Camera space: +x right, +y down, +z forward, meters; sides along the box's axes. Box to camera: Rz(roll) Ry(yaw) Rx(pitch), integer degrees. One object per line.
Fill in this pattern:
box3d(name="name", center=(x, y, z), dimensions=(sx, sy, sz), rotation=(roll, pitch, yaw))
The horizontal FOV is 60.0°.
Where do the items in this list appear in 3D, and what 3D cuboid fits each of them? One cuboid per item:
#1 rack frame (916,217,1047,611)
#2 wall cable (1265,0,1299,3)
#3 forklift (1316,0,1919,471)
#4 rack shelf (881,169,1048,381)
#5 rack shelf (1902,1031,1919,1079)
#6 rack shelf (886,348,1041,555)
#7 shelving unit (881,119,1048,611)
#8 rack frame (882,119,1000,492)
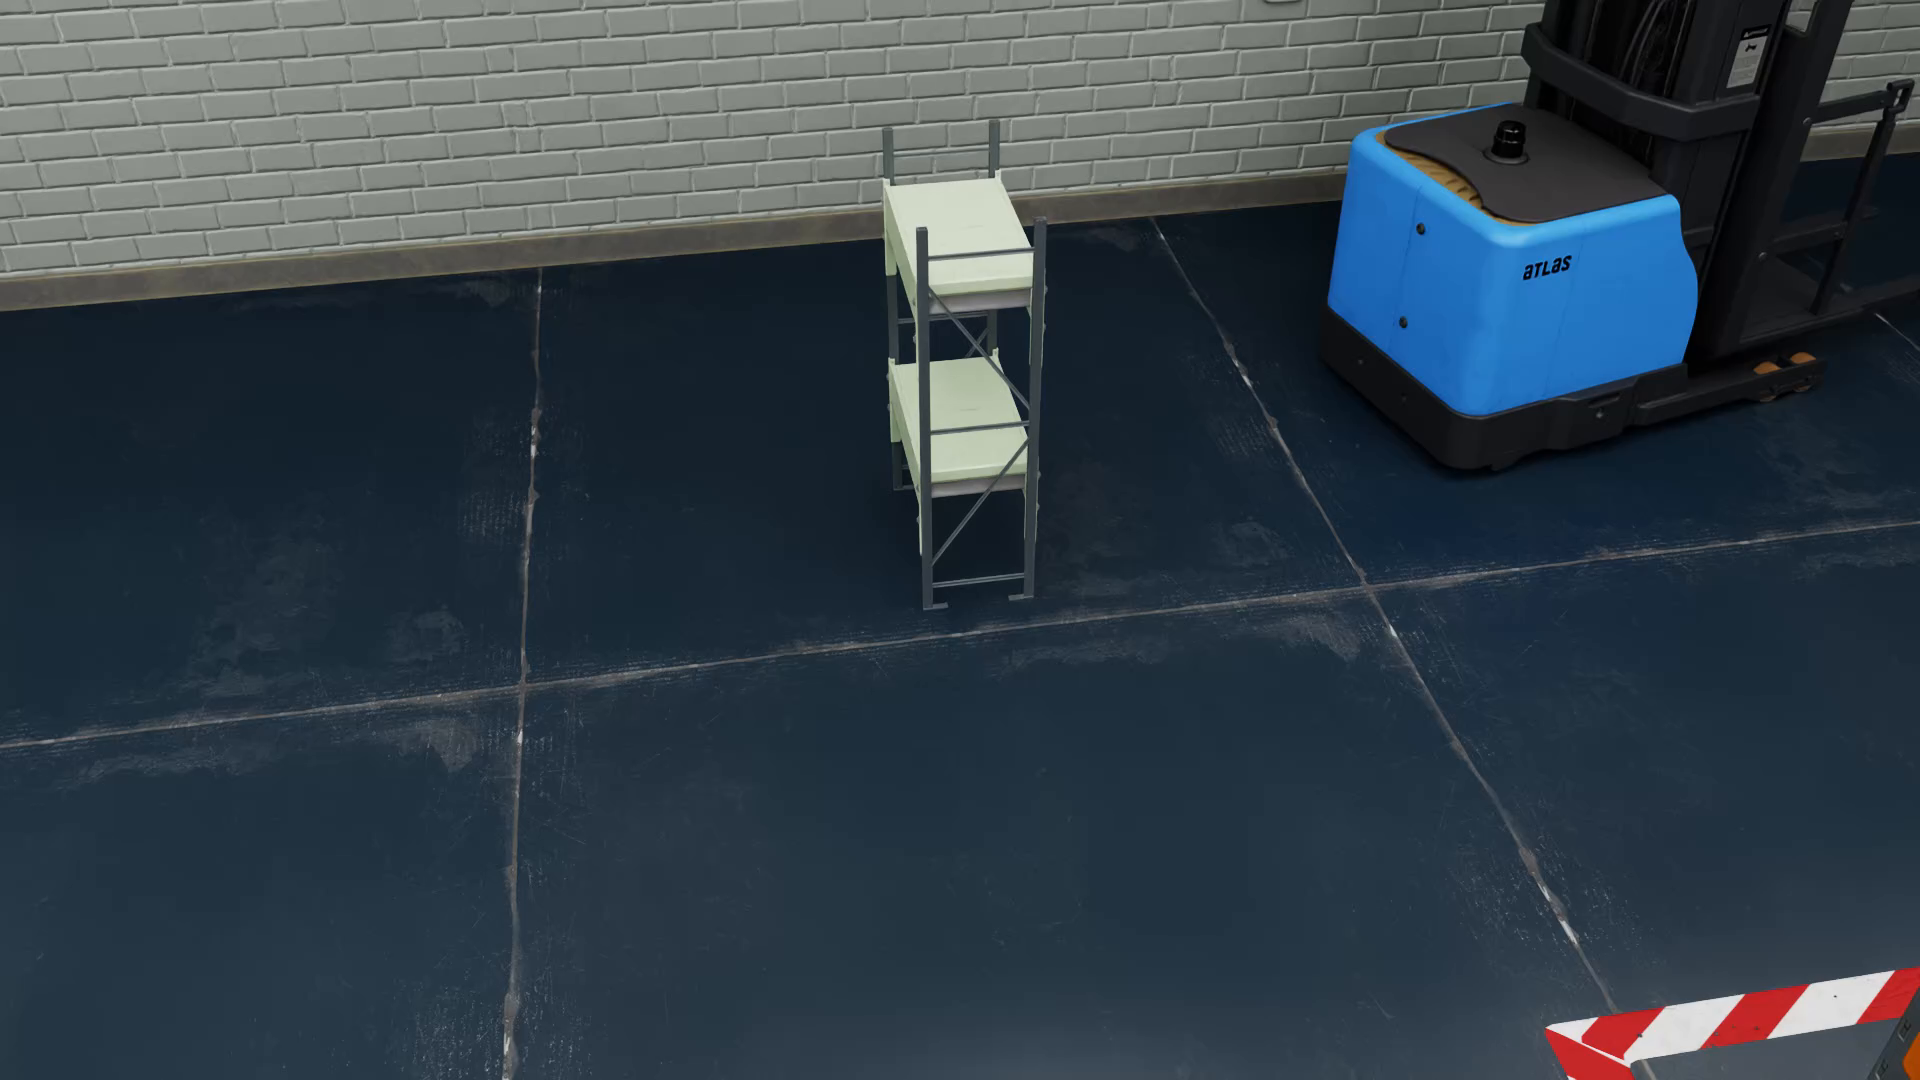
box3d(name="rack frame", center=(0.065, -0.367, 5.500), dimensions=(0.400, 1.500, 0.023), rotation=(-6, 38, -8))
box3d(name="wall cable", center=(1.380, -3.249, 7.133), dimensions=(0.585, 1.953, 0.123), rotation=(-6, 38, -8))
box3d(name="forklift", center=(3.102, -2.019, 6.460), dimensions=(3.031, 2.935, 1.130), rotation=(-15, 40, -18))
box3d(name="rack shelf", center=(0.001, -0.896, 5.545), dimensions=(0.431, 0.370, 0.720), rotation=(-6, 38, -8))
box3d(name="rack shelf", center=(2.742, 2.060, 1.740), dimensions=(1.077, 0.370, 4.000), rotation=(-6, 38, -8))
box3d(name="rack shelf", center=(0.001, -0.331, 5.985), dimensions=(0.431, 0.370, 0.720), rotation=(-6, 38, -8))
box3d(name="shelving unit", center=(0.001, -0.588, 5.785), dimensions=(0.431, 1.500, 0.755), rotation=(-6, 38, -8))
box3d(name="rack frame", center=(-0.063, -0.809, 6.069), dimensions=(0.400, 1.500, 0.023), rotation=(-6, 38, -8))
